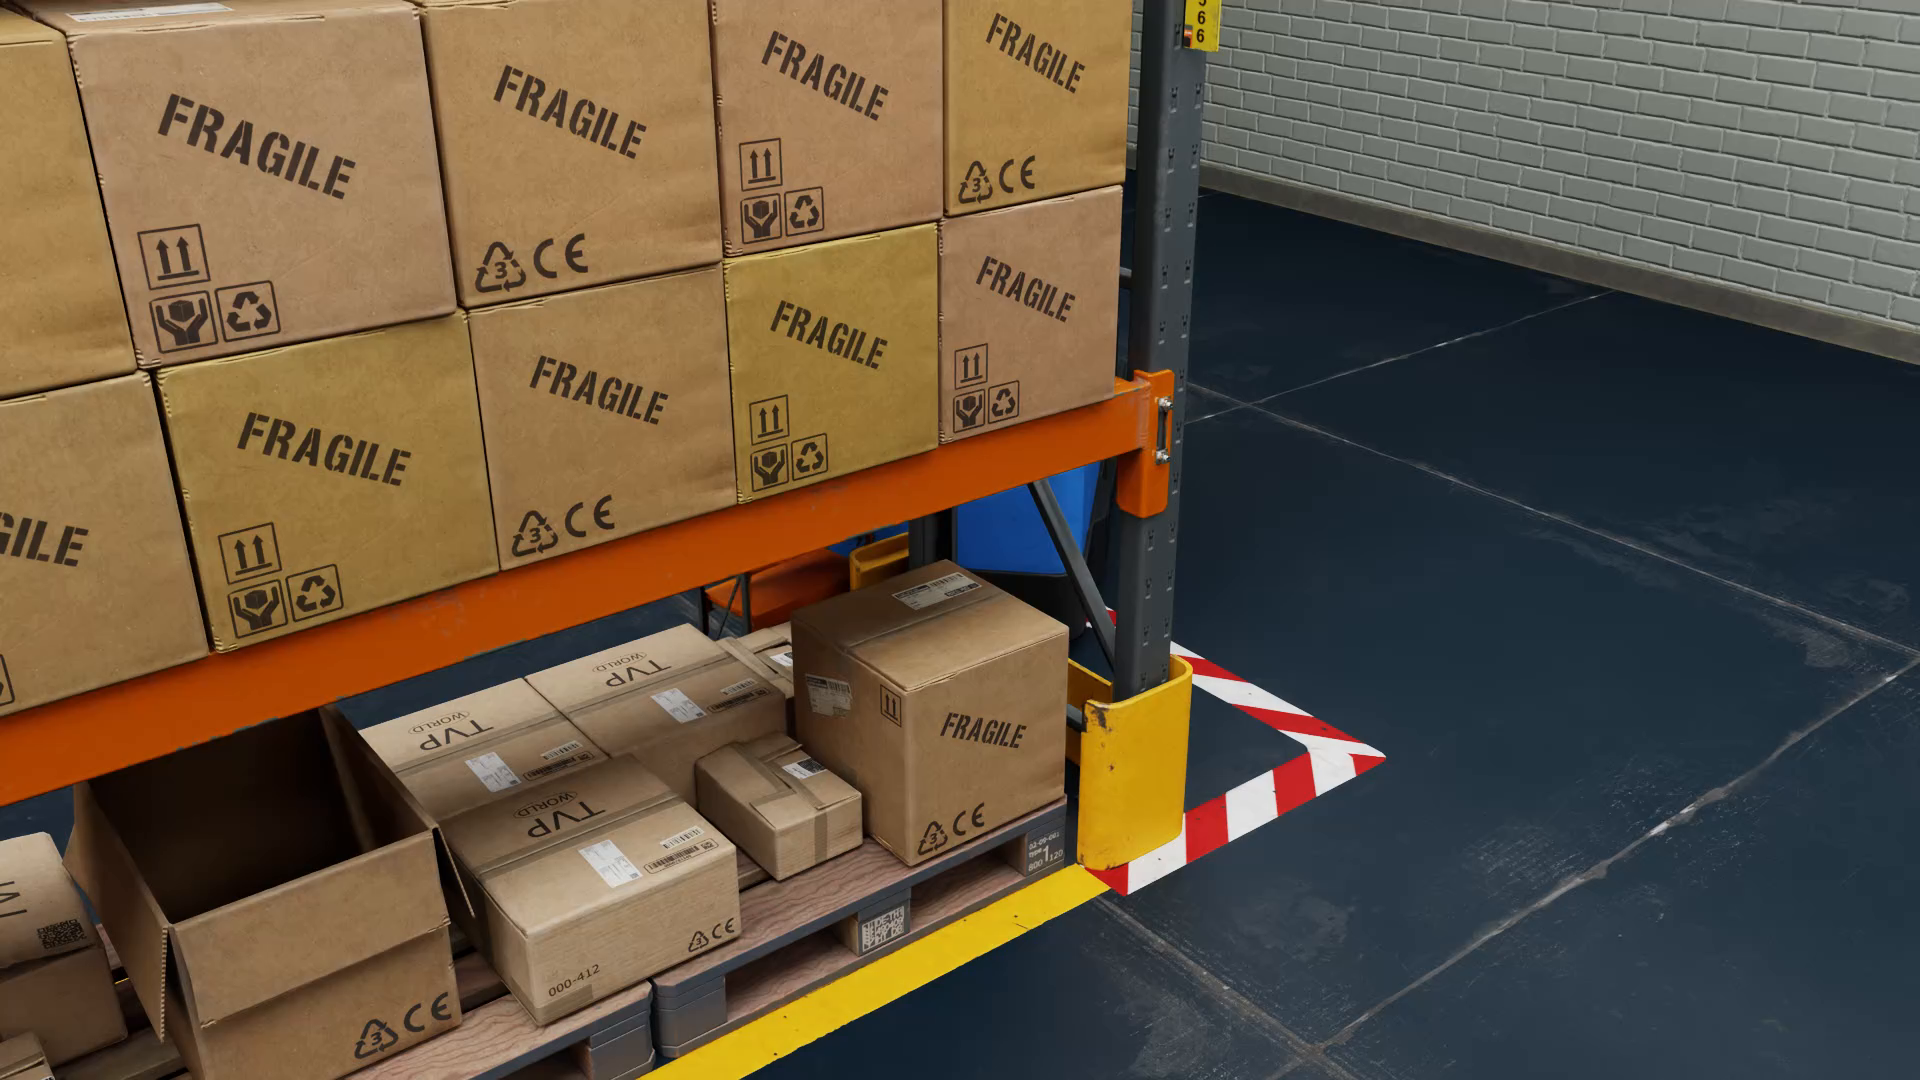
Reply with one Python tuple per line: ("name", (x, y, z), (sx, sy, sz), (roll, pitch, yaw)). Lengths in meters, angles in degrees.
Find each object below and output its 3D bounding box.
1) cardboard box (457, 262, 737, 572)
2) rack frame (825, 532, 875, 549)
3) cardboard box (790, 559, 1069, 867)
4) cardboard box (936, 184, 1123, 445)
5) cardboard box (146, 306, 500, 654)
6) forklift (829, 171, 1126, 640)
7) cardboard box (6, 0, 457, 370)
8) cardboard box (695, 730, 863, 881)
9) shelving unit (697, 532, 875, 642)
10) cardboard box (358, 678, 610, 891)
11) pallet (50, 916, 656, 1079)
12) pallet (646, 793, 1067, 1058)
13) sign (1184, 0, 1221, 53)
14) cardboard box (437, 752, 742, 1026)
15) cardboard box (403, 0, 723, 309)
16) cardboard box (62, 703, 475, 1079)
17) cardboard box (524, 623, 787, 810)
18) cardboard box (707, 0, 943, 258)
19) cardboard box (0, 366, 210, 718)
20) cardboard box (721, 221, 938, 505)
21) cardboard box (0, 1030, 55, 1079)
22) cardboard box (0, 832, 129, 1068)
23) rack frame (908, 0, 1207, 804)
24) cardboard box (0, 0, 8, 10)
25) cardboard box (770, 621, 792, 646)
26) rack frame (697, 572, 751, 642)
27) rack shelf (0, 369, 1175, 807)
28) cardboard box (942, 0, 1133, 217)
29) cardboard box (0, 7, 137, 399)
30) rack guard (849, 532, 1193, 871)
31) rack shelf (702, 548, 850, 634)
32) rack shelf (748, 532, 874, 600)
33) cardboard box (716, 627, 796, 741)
("cardboard box", (-0.789, -0.312, 3.240), (0.500, 0.500, 0.500), (-18, 30, -34))
("rack frame", (-0.349, -0.135, 5.115), (0.240, 1.200, 0.015), (23, 33, 40))
("cardboard box", (-0.078, 0.420, 4.228), (0.500, 0.500, 0.500), (-18, 31, -34))
("cardboard box", (0.013, -0.576, 3.809), (0.500, 0.500, 0.500), (-17, 30, -32))
("cardboard box", (-1.185, -0.181, 2.958), (0.500, 0.500, 0.500), (-19, 31, -35))
("forklift", (0.091, -1.589, 6.192), (1.130, 2.935, 3.031), (4, 25, 8))
("cardboard box", (-1.189, -0.628, 2.733), (0.500, 0.500, 0.500), (-17, 30, -32))
("cardboard box", (-0.452, 0.647, 4.136), (0.250, 0.166, 0.380), (-18, 31, -34))
("shelving unit", (-0.521, -0.063, 4.958), (0.258, 1.200, 0.503), (23, 33, 40))
("cardboard box", (-1.192, 0.618, 4.099), (0.500, 0.250, 0.500), (-18, 31, -34))
("pallet", (-1.448, 1.070, 3.693), (1.213, 0.211, 1.003), (-18, 31, -34))
("pallet", (-0.489, 0.755, 4.372), (1.213, 0.211, 1.003), (-18, 31, -34))
("sign", (0.525, -1.216, 3.557), (0.005, 0.325, 0.100), (-18, 31, -34))
("cardboard box", (-0.844, 0.770, 3.770), (0.500, 0.250, 0.500), (-18, 31, -34))
("cardboard box", (-0.785, -0.761, 3.021), (0.500, 0.500, 0.500), (-17, 30, -33))
("cardboard box", (-1.475, 0.745, 3.524), (0.637, 0.503, 0.797), (-18, 31, -34))
("cardboard box", (-0.799, 0.488, 4.379), (0.500, 0.250, 0.500), (-18, 31, -34))
("cardboard box", (-0.380, -0.898, 3.314), (0.500, 0.500, 0.500), (-17, 30, -33))
("cardboard box", (-1.585, -0.049, 2.673), (0.500, 0.500, 0.500), (-18, 31, -34))
("cardboard box", (-0.393, -0.440, 3.516), (0.500, 0.500, 0.500), (-18, 30, -34))
("cardboard box", (-1.811, 1.122, 3.111), (0.250, 0.166, 0.380), (-18, 31, -34))
("cardboard box", (-2.086, 0.885, 3.450), (0.500, 0.311, 0.500), (-18, 31, -34))
("rack frame", (0.198, -0.737, 4.275), (0.127, 3.000, 1.000), (-18, 31, -34))
("cardboard box", (-1.517, -0.809, 3.123), (0.500, 0.500, 0.500), (-19, 31, -34))
("cardboard box", (-0.344, 0.352, 4.793), (0.250, 0.149, 0.380), (-18, 31, -34))
("rack frame", (-0.694, 0.010, 4.802), (0.240, 1.200, 0.015), (23, 33, 40))
("rack shelf", (-1.376, 0.109, 3.307), (4.000, 0.370, 1.077), (-18, 31, -34))
("cardboard box", (0.017, -1.029, 3.598), (0.500, 0.500, 0.500), (-19, 31, -34))
("cardboard box", (-1.595, -0.493, 2.444), (0.500, 0.500, 0.500), (-19, 31, -35))
("rack guard", (0.138, 0.417, 4.758), (0.348, 0.500, 1.175), (-18, 31, -34))
("rack shelf", (-0.522, 0.178, 5.071), (0.258, 0.148, 0.480), (23, 33, 40))
("rack shelf", (-0.522, -0.002, 4.987), (0.258, 0.148, 0.480), (23, 33, 40))
("cardboard box", (-0.540, 0.409, 4.649), (0.250, 0.166, 0.380), (-18, 31, -34))
